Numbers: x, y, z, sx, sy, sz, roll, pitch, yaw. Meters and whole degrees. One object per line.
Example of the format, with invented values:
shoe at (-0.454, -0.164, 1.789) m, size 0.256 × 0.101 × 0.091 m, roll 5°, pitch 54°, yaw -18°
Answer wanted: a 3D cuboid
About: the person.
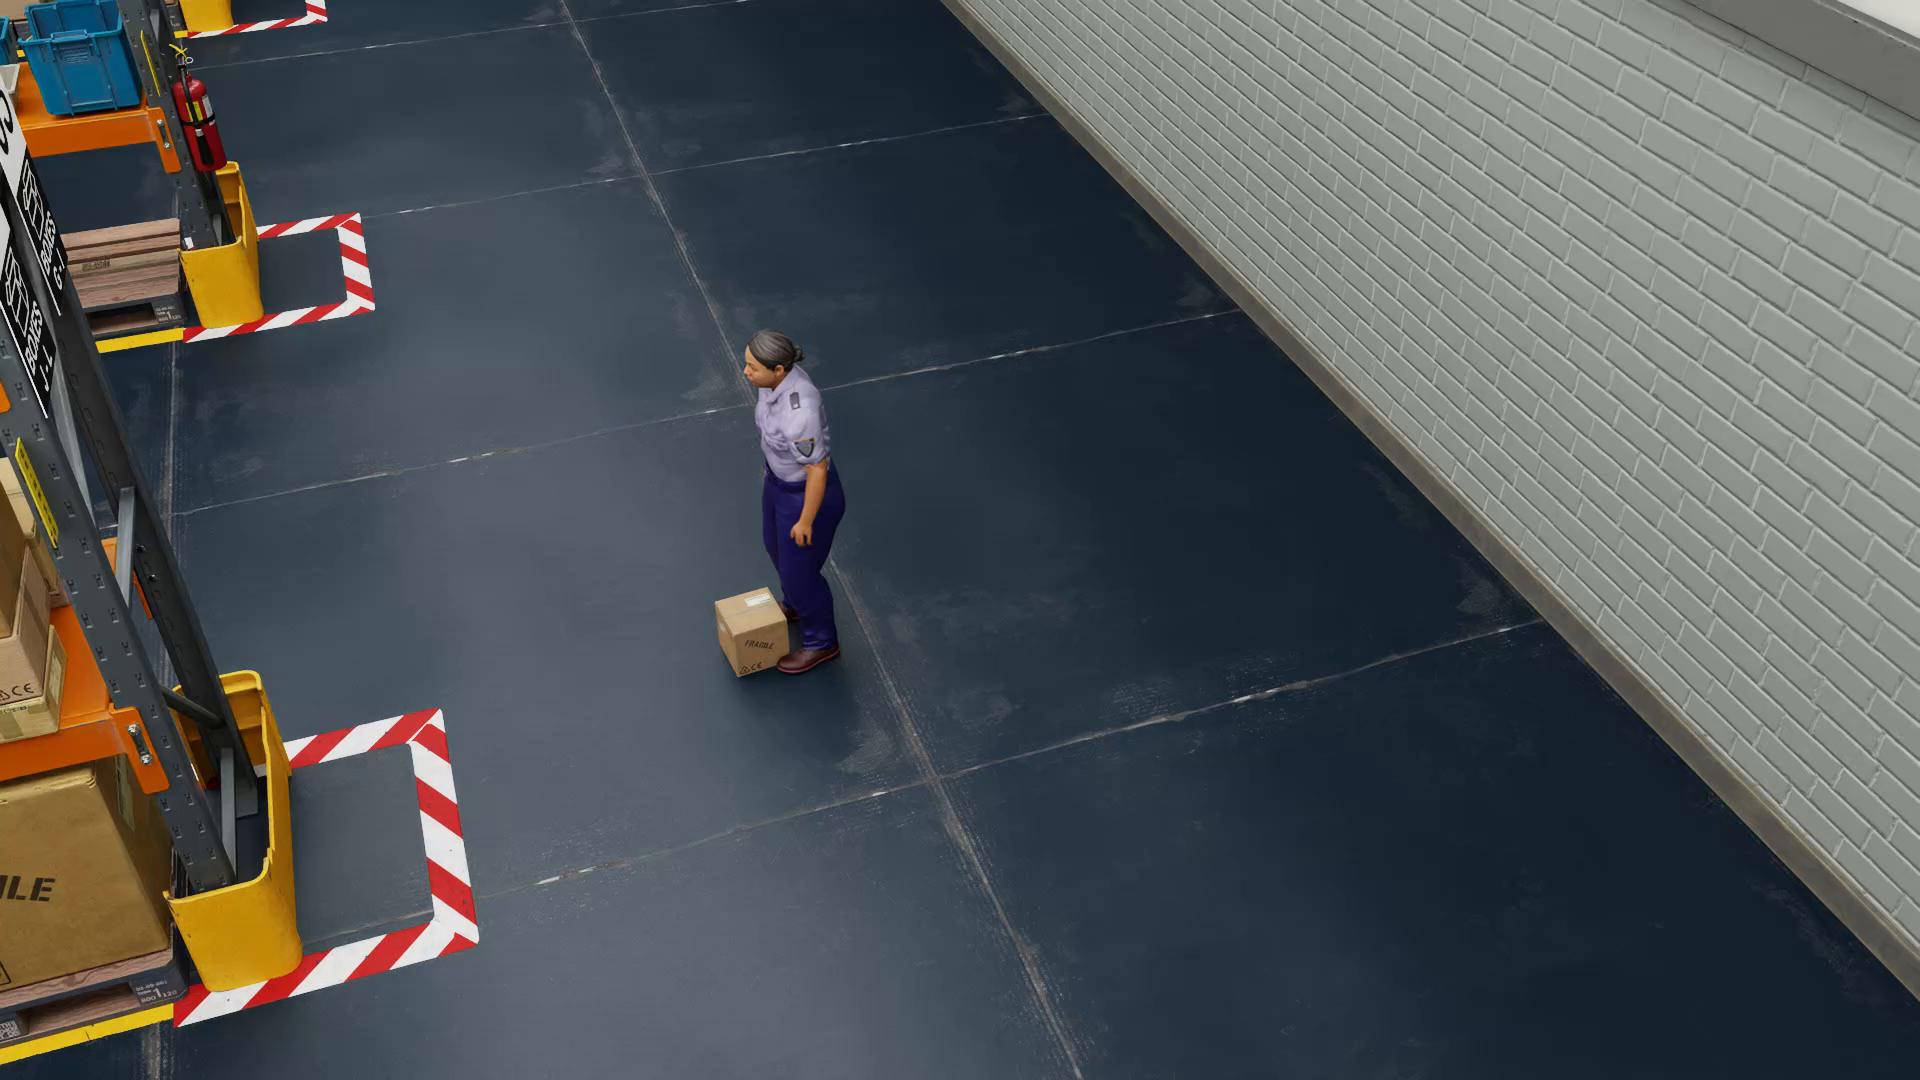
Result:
person at (-0.697, -0.191, 7.047) m, size 0.373 × 1.636 × 0.537 m, roll -13°, pitch 40°, yaw -16°
